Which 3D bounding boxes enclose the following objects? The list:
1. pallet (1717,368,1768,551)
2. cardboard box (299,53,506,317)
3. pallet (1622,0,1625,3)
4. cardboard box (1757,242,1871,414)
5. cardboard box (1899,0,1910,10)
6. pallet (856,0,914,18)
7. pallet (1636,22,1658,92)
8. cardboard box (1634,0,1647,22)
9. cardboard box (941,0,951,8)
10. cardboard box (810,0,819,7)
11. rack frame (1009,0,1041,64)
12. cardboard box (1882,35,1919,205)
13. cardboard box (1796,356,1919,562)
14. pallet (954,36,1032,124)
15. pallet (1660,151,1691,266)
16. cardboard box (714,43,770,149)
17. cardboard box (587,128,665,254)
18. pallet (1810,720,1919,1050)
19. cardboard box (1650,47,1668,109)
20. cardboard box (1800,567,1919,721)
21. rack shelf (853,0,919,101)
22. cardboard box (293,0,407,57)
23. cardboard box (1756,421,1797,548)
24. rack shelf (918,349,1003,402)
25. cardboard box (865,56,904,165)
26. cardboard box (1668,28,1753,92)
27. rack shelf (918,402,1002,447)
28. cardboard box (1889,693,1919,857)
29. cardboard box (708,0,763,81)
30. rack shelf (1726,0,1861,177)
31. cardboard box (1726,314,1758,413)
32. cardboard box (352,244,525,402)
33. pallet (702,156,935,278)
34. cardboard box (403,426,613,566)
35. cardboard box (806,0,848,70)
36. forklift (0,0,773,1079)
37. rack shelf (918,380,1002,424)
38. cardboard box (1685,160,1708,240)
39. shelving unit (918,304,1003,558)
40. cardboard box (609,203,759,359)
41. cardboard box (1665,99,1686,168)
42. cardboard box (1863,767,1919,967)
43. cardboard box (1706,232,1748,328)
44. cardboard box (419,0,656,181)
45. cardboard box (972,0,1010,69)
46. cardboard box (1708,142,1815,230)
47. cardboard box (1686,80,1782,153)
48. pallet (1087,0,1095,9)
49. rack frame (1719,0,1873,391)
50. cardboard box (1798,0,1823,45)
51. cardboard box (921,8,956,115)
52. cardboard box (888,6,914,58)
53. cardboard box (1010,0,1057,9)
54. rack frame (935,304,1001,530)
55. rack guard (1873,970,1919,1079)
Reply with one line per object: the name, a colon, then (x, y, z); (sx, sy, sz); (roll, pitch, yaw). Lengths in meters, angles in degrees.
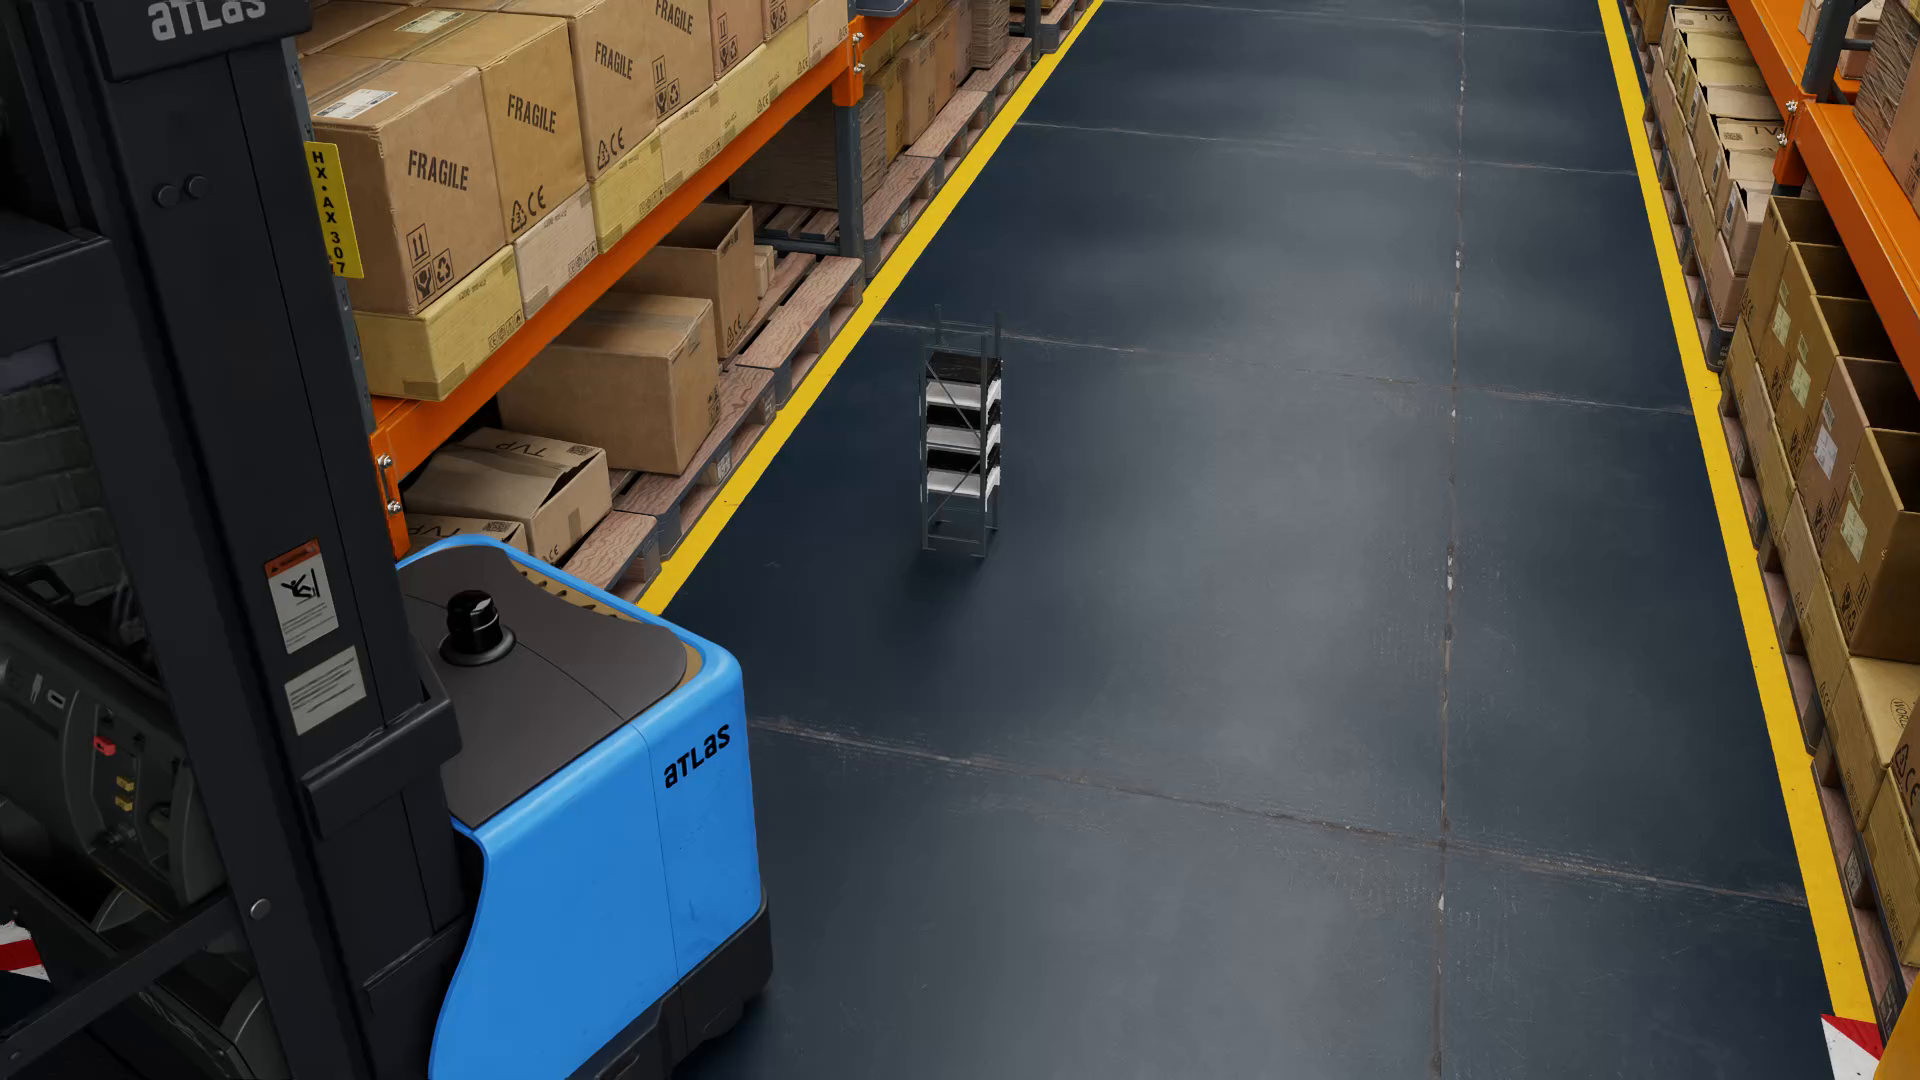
pallet: (3.587, -0.288, 6.507); (1.003, 0.211, 1.213); (8, 33, 12)
cardboard box: (-1.567, -0.937, 4.350); (0.500, 0.500, 0.500); (8, 33, 12)
pallet: (5.689, -4.419, 13.005); (1.003, 0.211, 1.213); (8, 33, 12)
cardboard box: (3.289, -0.747, 6.101); (0.500, 0.500, 0.500); (8, 33, 12)
cardboard box: (3.510, -1.945, 5.815); (0.380, 0.149, 0.250); (8, 33, 13)
pallet: (-0.629, -2.840, 8.101); (1.003, 0.211, 1.213); (8, 33, 12)
pallet: (5.070, -3.153, 11.013); (1.003, 0.211, 1.213); (8, 33, 12)
cardboard box: (4.986, -3.864, 11.452); (0.500, 0.500, 0.500); (7, 33, 11)
cardboard box: (-0.286, -3.399, 10.022); (0.500, 0.250, 0.500); (9, 33, 13)
cardboard box: (-0.784, -2.519, 6.838); (0.500, 0.500, 0.500); (8, 33, 12)
rack frame: (0.052, -4.620, 10.722); (1.000, 3.000, 0.127); (8, 33, 12)
cardboard box: (3.595, -1.408, 5.576); (0.700, 0.500, 0.500); (8, 33, 12)
cardboard box: (3.030, -0.229, 5.286); (0.500, 0.500, 0.500); (8, 33, 12)
pallet: (-0.148, -3.038, 10.832); (1.003, 0.211, 1.213); (8, 33, 12)
pallet: (4.286, -1.718, 8.756); (1.003, 0.211, 1.213); (8, 33, 12)
cardboard box: (-1.038, -1.682, 6.221); (0.500, 0.250, 0.500); (8, 33, 12)
cardboard box: (-1.295, -1.159, 5.398); (0.500, 0.250, 0.500); (8, 33, 12)
pallet: (2.967, 0.978, 4.515); (1.003, 0.211, 1.213); (8, 33, 12)
cardboard box: (4.427, -2.733, 9.924); (0.500, 0.250, 0.500); (8, 33, 12)
cardboard box: (2.905, 0.348, 5.079); (0.500, 0.250, 0.500); (8, 33, 12)
rack shelf: (-0.456, -3.279, 9.282); (1.077, 0.370, 4.000); (8, 33, 12)
cardboard box: (-1.927, -1.264, 4.864); (0.500, 0.500, 0.500); (8, 33, 13)
cardboard box: (3.154, -0.172, 5.896); (0.500, 0.250, 0.500); (8, 33, 12)
rack shelf: (0.002, -0.584, 5.888); (0.258, 0.077, 0.200); (8, 33, 12)
cardboard box: (-0.710, -2.334, 9.046); (0.700, 0.500, 0.500); (7, 33, 11)
cardboard box: (4.302, -2.696, 9.343); (0.500, 0.311, 0.500); (7, 33, 11)
rack shelf: (0.002, -0.432, 5.985); (0.258, 0.077, 0.200); (8, 33, 12)
cardboard box: (2.662, 0.552, 4.059); (0.500, 0.500, 0.500); (8, 33, 12)
cardboard box: (-1.044, -1.999, 6.021); (0.500, 0.500, 0.500); (7, 33, 11)
rack shelf: (4.337, -2.606, 8.224); (1.077, 0.370, 4.000); (8, 33, 12)
cardboard box: (3.418, -0.689, 6.710); (0.500, 0.250, 0.500); (8, 33, 12)
cardboard box: (-1.548, -0.624, 4.557); (0.500, 0.250, 0.500); (7, 33, 11)
pallet: (-0.767, -1.772, 8.840); (1.003, 0.211, 1.213); (8, 33, 12)
cardboard box: (-1.571, -0.162, 5.806); (0.500, 0.311, 0.500); (11, 34, 16)
cardboard box: (-0.791, -2.203, 7.040); (0.500, 0.250, 0.500); (8, 33, 12)
forklift: (-1.767, 0.419, 2.859); (1.130, 2.935, 3.031); (22, 38, 30)
rack shelf: (0.002, -0.508, 5.937); (0.258, 0.077, 0.200); (8, 33, 12)
cardboard box: (3.913, -1.671, 8.254); (0.500, 0.250, 0.500); (9, 33, 13)
shelving unit: (0.002, -0.384, 6.015); (0.258, 0.900, 0.210); (8, 33, 12)
cardboard box: (-1.188, -1.131, 7.153); (0.500, 0.500, 0.500); (6, 33, 9)
cardboard box: (4.174, -2.201, 9.088); (0.500, 0.250, 0.500); (7, 33, 11)
cardboard box: (2.664, 0.868, 4.260); (0.500, 0.250, 0.500); (8, 33, 12)
cardboard box: (3.654, -1.143, 7.424); (0.500, 0.250, 0.500); (8, 33, 12)
cardboard box: (-1.294, -1.460, 5.172); (0.500, 0.500, 0.500); (7, 33, 11)
cardboard box: (-0.081, -3.370, 10.675); (0.700, 0.500, 0.500); (8, 33, 13)
cardboard box: (3.780, -1.646, 7.691); (0.500, 0.311, 0.500); (9, 34, 14)
cardboard box: (4.040, -2.164, 8.508); (0.500, 0.311, 0.500); (8, 33, 12)
pallet: (0.636, -4.473, 13.090); (1.003, 0.211, 1.213); (8, 33, 12)
rack frame: (3.829, -1.872, 6.399); (1.000, 3.000, 0.127); (8, 33, 12)
cardboard box: (3.874, -2.297, 7.192); (0.396, 0.266, 0.258); (7, 33, 11)
cardboard box: (-0.423, -2.857, 9.868); (0.700, 0.500, 0.500); (8, 33, 12)
cardboard box: (-0.556, -2.875, 9.198); (0.500, 0.250, 0.500); (7, 33, 11)
cardboard box: (0.365, -4.254, 11.758); (0.750, 0.750, 0.750); (8, 33, 12)
rack frame: (0.028, -0.437, 6.098); (0.240, 0.900, 0.006); (8, 33, 12)
rack guard: (2.808, 1.271, 3.785); (1.175, 0.500, 0.348); (8, 33, 12)
